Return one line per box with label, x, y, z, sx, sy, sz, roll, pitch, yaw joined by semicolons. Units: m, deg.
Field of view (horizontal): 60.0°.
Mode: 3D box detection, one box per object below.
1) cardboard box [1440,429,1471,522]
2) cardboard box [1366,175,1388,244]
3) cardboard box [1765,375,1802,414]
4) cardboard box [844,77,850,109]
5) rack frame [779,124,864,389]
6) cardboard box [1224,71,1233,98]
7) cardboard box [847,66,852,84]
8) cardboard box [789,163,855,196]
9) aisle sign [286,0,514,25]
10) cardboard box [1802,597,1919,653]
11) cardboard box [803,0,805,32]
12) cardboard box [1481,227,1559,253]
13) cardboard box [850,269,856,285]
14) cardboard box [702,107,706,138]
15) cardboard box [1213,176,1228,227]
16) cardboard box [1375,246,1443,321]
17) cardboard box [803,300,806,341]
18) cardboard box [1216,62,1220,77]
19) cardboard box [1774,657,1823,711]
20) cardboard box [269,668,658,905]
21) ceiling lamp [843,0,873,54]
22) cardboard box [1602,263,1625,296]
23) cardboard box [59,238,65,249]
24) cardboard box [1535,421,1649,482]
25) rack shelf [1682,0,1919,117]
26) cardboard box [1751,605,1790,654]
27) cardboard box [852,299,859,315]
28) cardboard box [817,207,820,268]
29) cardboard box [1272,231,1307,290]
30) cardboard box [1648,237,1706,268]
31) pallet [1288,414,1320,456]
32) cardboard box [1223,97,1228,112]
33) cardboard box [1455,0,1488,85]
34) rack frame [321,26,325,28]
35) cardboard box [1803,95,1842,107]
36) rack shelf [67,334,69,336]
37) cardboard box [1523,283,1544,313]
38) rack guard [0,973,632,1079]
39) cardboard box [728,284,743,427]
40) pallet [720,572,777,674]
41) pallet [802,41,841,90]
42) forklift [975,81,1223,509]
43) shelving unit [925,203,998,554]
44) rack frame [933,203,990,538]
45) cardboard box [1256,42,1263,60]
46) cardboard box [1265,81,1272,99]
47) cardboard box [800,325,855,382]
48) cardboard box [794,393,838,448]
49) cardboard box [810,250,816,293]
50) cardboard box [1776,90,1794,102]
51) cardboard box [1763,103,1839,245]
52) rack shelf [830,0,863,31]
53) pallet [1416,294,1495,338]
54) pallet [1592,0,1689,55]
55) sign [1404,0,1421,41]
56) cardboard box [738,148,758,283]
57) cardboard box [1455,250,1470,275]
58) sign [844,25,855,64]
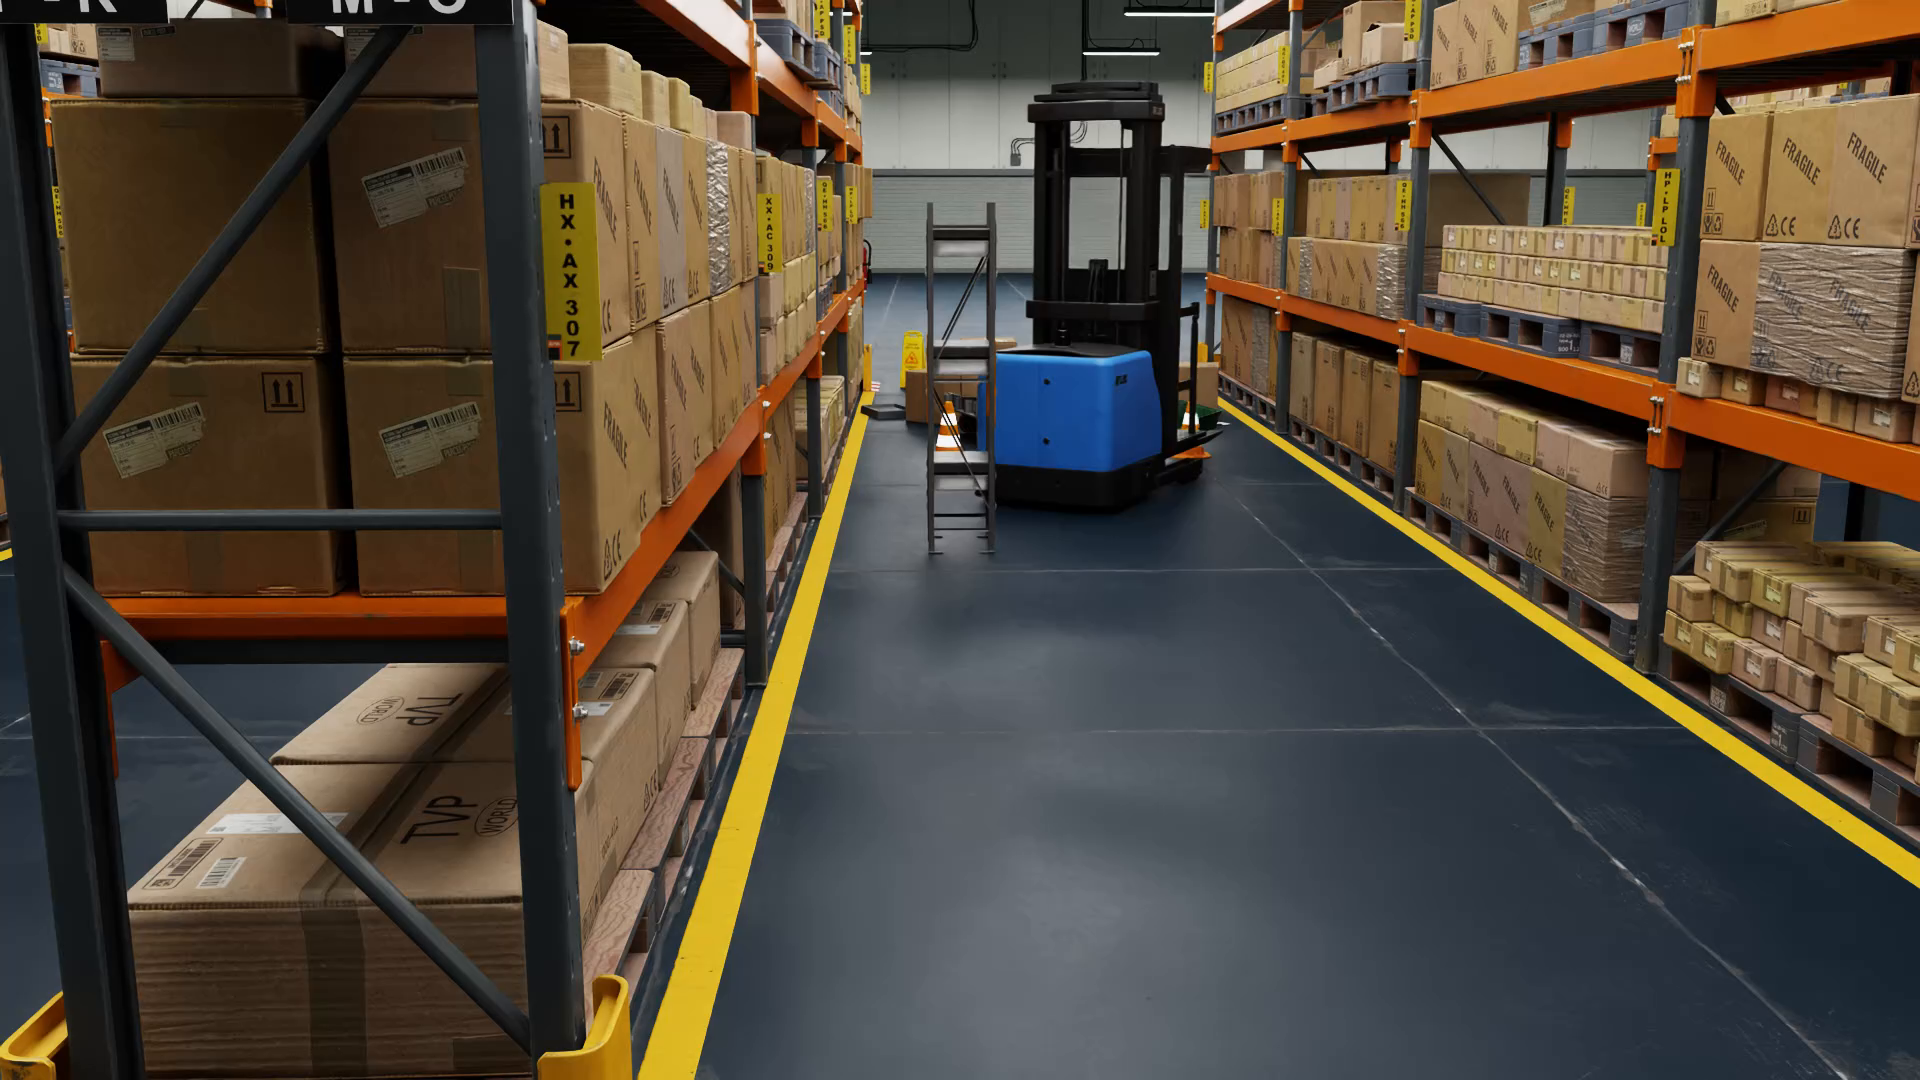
cardboard box;3.281;-0.401;10.220;0.500;0.500;0.500;0;11;0
cardboard box;3.484;-2.492;12.533;0.700;0.500;0.500;0;11;-2
cardboard box;3.407;-0.582;6.513;0.380;0.149;0.250;-1;11;-4
cardboard box;-1.257;-4.047;15.047;0.500;0.250;0.500;0;11;-2
rack frame;-1.604;-3.211;18.843;1.000;3.000;0.127;0;11;-1
cardboard box;3.107;-4.851;17.702;0.500;0.250;0.500;0;11;-2
cardboard box;-1.212;-4.374;15.657;0.380;0.149;0.250;0;11;-2
cardboard box;-1.314;-3.189;15.220;0.700;0.500;0.500;0;11;-2
aisle sign;-0.982;-1.292;2.843;0.394;0.787;0.004;0;11;-1
cardboard box;3.343;0.311;6.101;0.380;0.149;0.250;0;11;0
cardboard box;-1.061;-2.959;9.335;0.396;0.266;0.258;-1;11;-3
cardboard box;3.337;-1.788;9.908;0.380;0.149;0.250;-1;11;-4
cardboard box;-1.225;-2.611;16.517;0.380;0.149;0.250;0;11;-1
cardboard box;-1.140;-1.520;6.111;0.380;0.149;0.250;0;11;-1
cardboard box;3.311;-3.780;18.556;0.875;0.550;0.550;0;11;-1
cardboard box;3.230;-1.799;11.630;0.500;0.500;0.500;0;11;-1
cardboard box;-1.149;-1.246;9.535;0.500;0.250;0.500;0;11;-2
cardboard box;3.031;-5.176;18.305;0.380;0.149;0.250;0;11;-1
cardboard box;3.394;0.551;6.412;0.380;0.149;0.250;0;11;-2
cardboard box;-1.415;0.707;4.920;0.875;0.438;0.875;0;11;0
ceiling lamp;-3.245;-14.064;42.566;2.000;3.185;0.800;0;11;-1
cardboard box;3.376;-1.275;8.125;0.380;0.149;0.250;0;11;1
cardboard box;-6.114;-2.031;11.144;0.380;0.149;0.250;0;11;1
cardboard box;3.325;-0.464;8.645;0.500;0.250;0.500;0;11;2
rack shelf;3.632;-1.586;5.098;1.077;0.370;4.000;0;11;-1
cardboard box;3.414;0.351;6.651;0.380;0.149;0.250;0;11;-1
cardboard box;-1.247;-2.422;17.293;0.380;0.149;0.250;0;11;1
cardboard box;-1.217;-2.112;11.369;0.500;0.500;0.500;-1;11;-3
cardboard box;3.405;-2.603;15.469;0.875;0.550;0.550;0;11;-1
cardboard box;3.387;-1.319;7.598;0.380;0.149;0.250;0;11;1
pallet;3.516;-0.937;14.646;1.003;0.211;1.213;0;11;-1
cardboard box;3.040;-4.683;17.880;0.380;0.149;0.250;0;11;-1
cardboard box;3.271;-2.966;9.841;0.500;0.500;0.500;0;11;-1
rack frame;-6.567;-6.130;18.142;1.000;3.000;0.127;0;11;-1
cardboard box;8.116;-3.943;15.282;0.500;0.250;0.500;0;11;1
rack shelf;-6.360;-0.850;9.012;1.077;0.370;4.000;0;11;-1
cardboard box;3.349;-1.339;9.190;0.380;0.149;0.250;-1;11;-3
rack guard;-1.273;1.199;3.391;1.175;0.500;0.348;0;11;-1
cardboard box;-1.075;-0.681;6.122;0.500;0.500;0.500;-1;11;-3
pallet;-1.448;0.388;8.117;1.003;0.211;1.213;0;11;-1
pallet;-1.373;-2.871;10.095;1.213;0.211;1.003;0;11;1
forklift;1.222;-1.898;12.545;1.130;2.935;3.031;6;13;26
shelving unit;0.003;-0.996;10.188;0.431;2.100;0.503;0;11;-1
rack frame;-0.002;-1.045;10.427;0.400;2.100;0.015;0;11;-1
cardboard box;3.077;-4.722;16.063;0.380;0.149;0.250;0;11;-1
cardboard box;3.086;-4.231;15.649;0.380;0.149;0.250;0;11;0
cardboard box;-1.264;-1.760;15.664;0.500;0.500;0.500;0;11;2
cardboard box;-1.474;-0.949;13.244;0.950;0.372;0.625;0;11;1
cardboard box;-1.175;-1.697;10.500;0.500;0.250;0.500;0;11;-1
cardboard box;8.053;-4.270;15.892;0.380;0.149;0.250;-1;11;-3
cardboard box;3.382;-1.357;6.191;0.500;0.500;0.500;-1;11;-3
rack shelf;-1.563;-5.400;16.359;1.077;0.370;4.000;0;11;-1
pallet;3.629;-1.426;10.527;1.213;0.211;1.003;0;11;-1
pallet;3.684;-2.367;7.612;1.213;0.211;1.003;0;11;-1
sign;2.953;-3.423;10.843;0.100;0.325;0.005;0;11;-1
cardboard box;-1.071;-1.272;6.519;0.500;0.500;0.500;0;11;-2
cardboard box;3.325;-1.739;10.414;0.380;0.149;0.250;0;11;2
sign;-0.967;-4.335;14.550;0.100;0.325;0.005;0;11;-1
